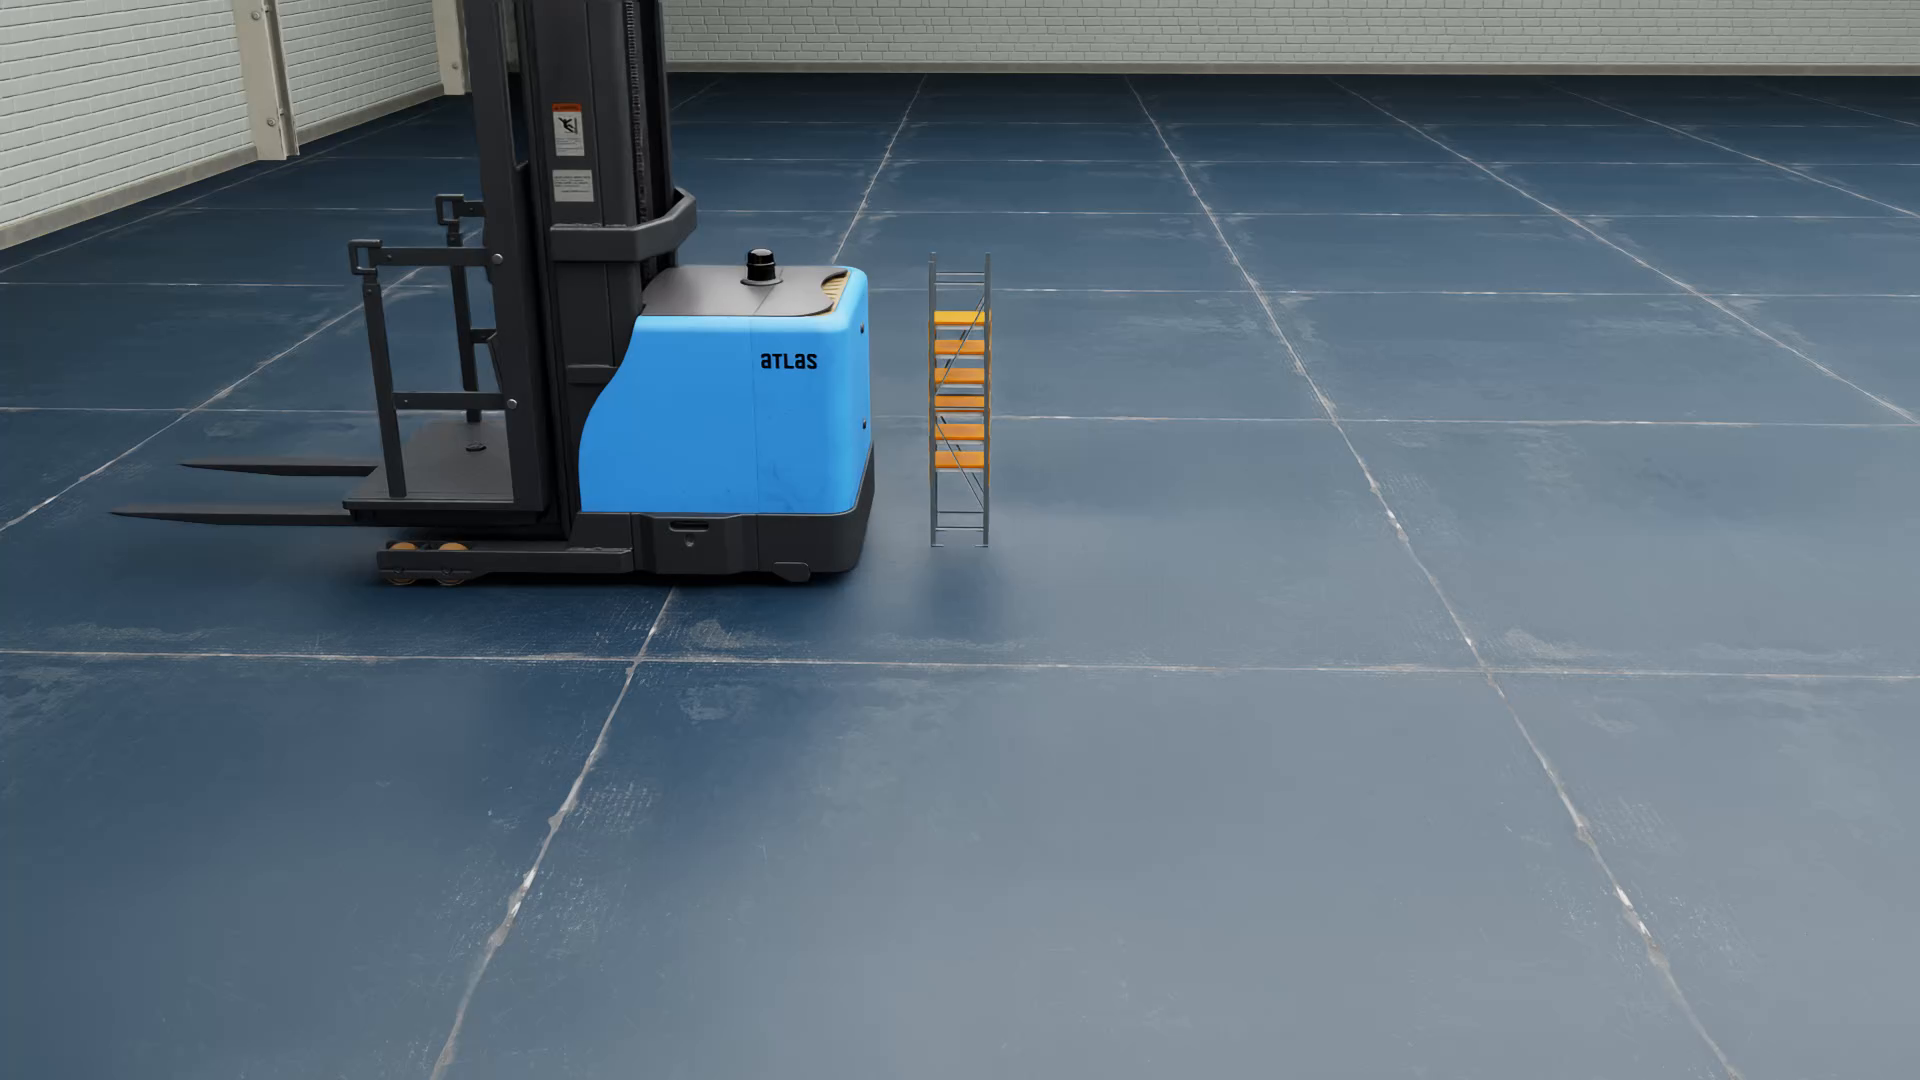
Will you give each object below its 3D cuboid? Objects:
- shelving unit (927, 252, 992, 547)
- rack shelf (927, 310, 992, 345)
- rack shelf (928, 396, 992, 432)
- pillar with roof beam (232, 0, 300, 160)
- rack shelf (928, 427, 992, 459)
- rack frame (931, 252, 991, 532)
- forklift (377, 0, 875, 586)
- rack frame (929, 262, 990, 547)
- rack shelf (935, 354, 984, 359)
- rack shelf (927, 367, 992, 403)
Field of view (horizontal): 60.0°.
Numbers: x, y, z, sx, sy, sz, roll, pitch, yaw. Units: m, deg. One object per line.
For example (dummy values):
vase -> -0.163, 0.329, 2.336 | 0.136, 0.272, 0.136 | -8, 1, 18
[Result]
shelving unit -> 0.000, -0.565, 6.825 | 0.258, 1.200, 0.189 | 1, 21, 2
rack shelf -> 0.000, -0.859, 6.711 | 0.258, 0.103, 0.180 | 1, 21, 2
rack shelf -> 0.000, -0.523, 6.841 | 0.258, 0.103, 0.180 | 1, 21, 2
pillar with roof beam -> -2.792, -8.128, 15.536 | 9.100, 9.000, 0.400 | 1, 21, 2
rack shelf -> 0.000, -0.411, 6.885 | 0.258, 0.103, 0.180 | 1, 21, 2
rack frame -> 0.003, -0.598, 6.911 | 0.240, 1.200, 0.006 | 1, 21, 2
forklift -> -1.905, -1.376, 6.522 | 3.031, 2.935, 1.130 | 1, 21, 2
rack frame -> -0.002, -0.532, 6.740 | 0.240, 1.200, 0.006 | 1, 21, 2
rack shelf -> 0.000, -0.765, 6.747 | 0.199, 0.020, 0.166 | 1, 21, 2
rack shelf -> 0.000, -0.635, 6.798 | 0.258, 0.103, 0.180 | 1, 21, 2
